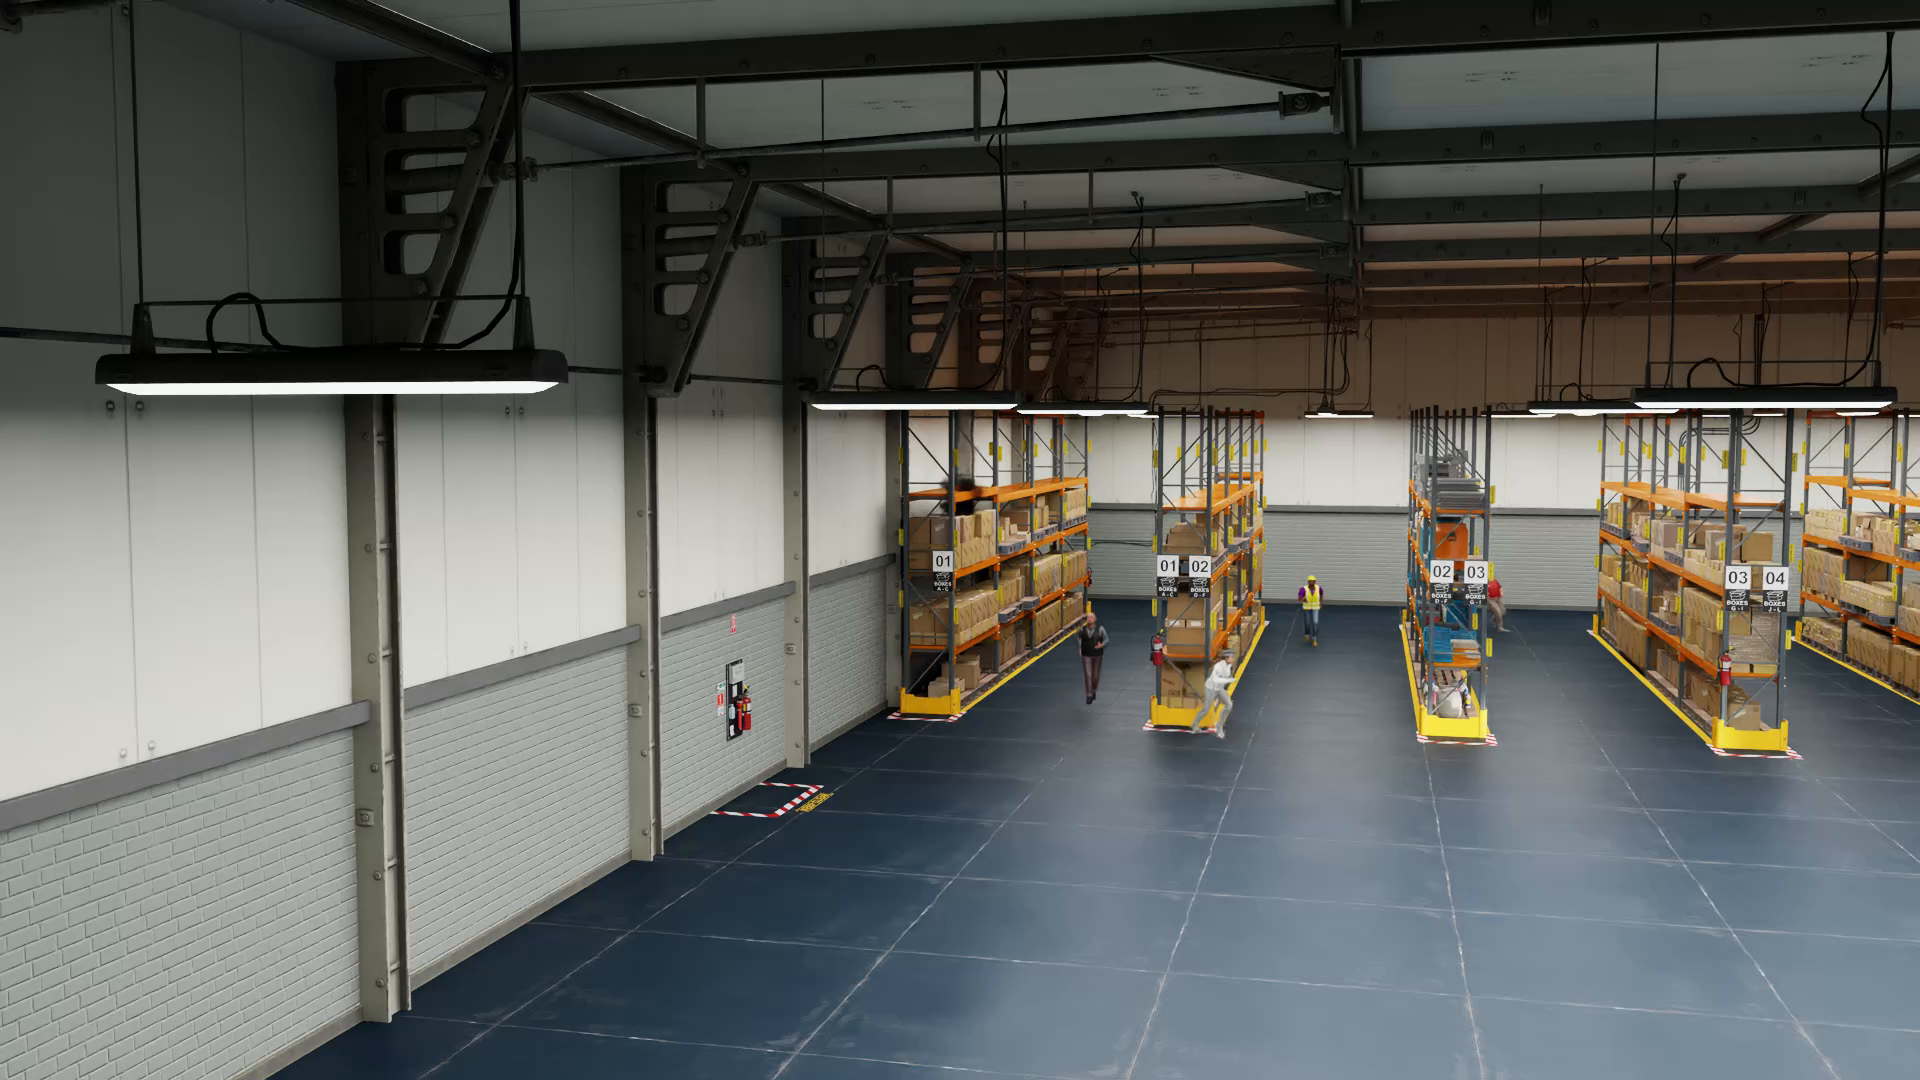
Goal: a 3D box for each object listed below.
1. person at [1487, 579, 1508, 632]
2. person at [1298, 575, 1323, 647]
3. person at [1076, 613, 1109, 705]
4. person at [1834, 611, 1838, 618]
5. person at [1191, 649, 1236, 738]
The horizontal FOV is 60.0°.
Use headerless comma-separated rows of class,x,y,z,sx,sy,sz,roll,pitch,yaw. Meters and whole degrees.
person,14.457,1.668,45.029,0.725,1.633,0.654,-2,4,-24
person,8.947,1.787,42.450,0.640,1.796,0.890,1,4,10
person,2.567,2.280,32.228,0.655,1.745,0.798,1,4,7
person,23.463,1.782,44.115,0.669,1.587,0.553,-3,5,-38
person,4.516,2.693,29.404,0.941,1.594,0.649,4,5,41
